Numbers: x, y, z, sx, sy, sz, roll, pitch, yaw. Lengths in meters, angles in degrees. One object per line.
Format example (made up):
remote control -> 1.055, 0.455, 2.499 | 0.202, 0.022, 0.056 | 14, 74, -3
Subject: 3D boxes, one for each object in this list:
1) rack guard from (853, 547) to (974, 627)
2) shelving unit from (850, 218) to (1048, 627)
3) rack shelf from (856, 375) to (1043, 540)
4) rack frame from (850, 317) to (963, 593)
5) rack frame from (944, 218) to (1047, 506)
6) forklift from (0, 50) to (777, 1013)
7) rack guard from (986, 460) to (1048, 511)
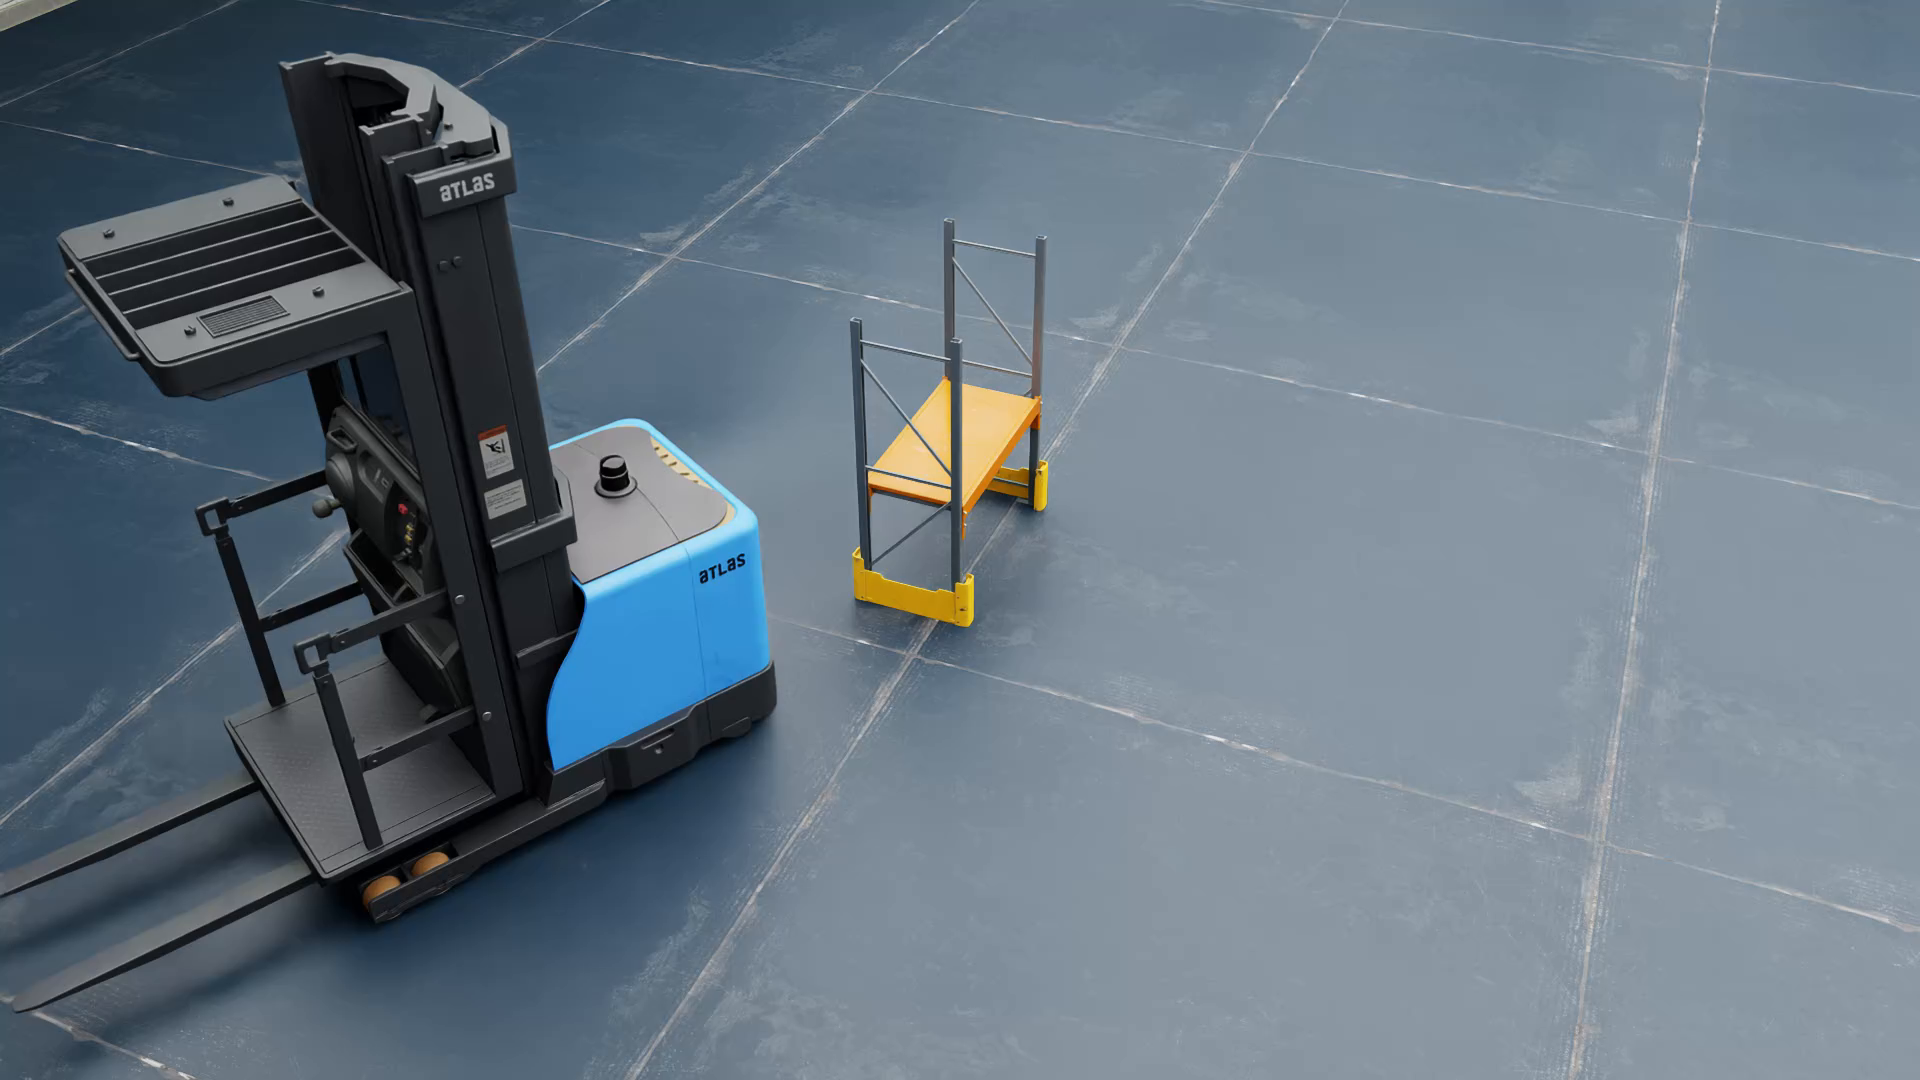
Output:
rack guard -> -0.218, 0.218, 7.750 | 0.587, 0.250, 0.087 | 14, 39, 18
shelving unit -> -0.029, -0.559, 7.745 | 0.587, 1.500, 1.083 | 14, 39, 18
rack shelf -> -0.032, -0.409, 7.845 | 0.538, 0.185, 1.000 | 14, 39, 18
rack frame -> -0.226, -0.272, 7.361 | 0.500, 1.500, 0.032 | 14, 39, 18
rack frame -> 0.161, -0.835, 8.114 | 0.500, 1.500, 0.032 | 14, 39, 18
forklift -> -2.262, -0.090, 5.922 | 3.031, 2.935, 1.130 | -25, 44, -30
rack guard -> 0.160, -0.334, 8.488 | 0.587, 0.250, 0.087 | 14, 39, 18
